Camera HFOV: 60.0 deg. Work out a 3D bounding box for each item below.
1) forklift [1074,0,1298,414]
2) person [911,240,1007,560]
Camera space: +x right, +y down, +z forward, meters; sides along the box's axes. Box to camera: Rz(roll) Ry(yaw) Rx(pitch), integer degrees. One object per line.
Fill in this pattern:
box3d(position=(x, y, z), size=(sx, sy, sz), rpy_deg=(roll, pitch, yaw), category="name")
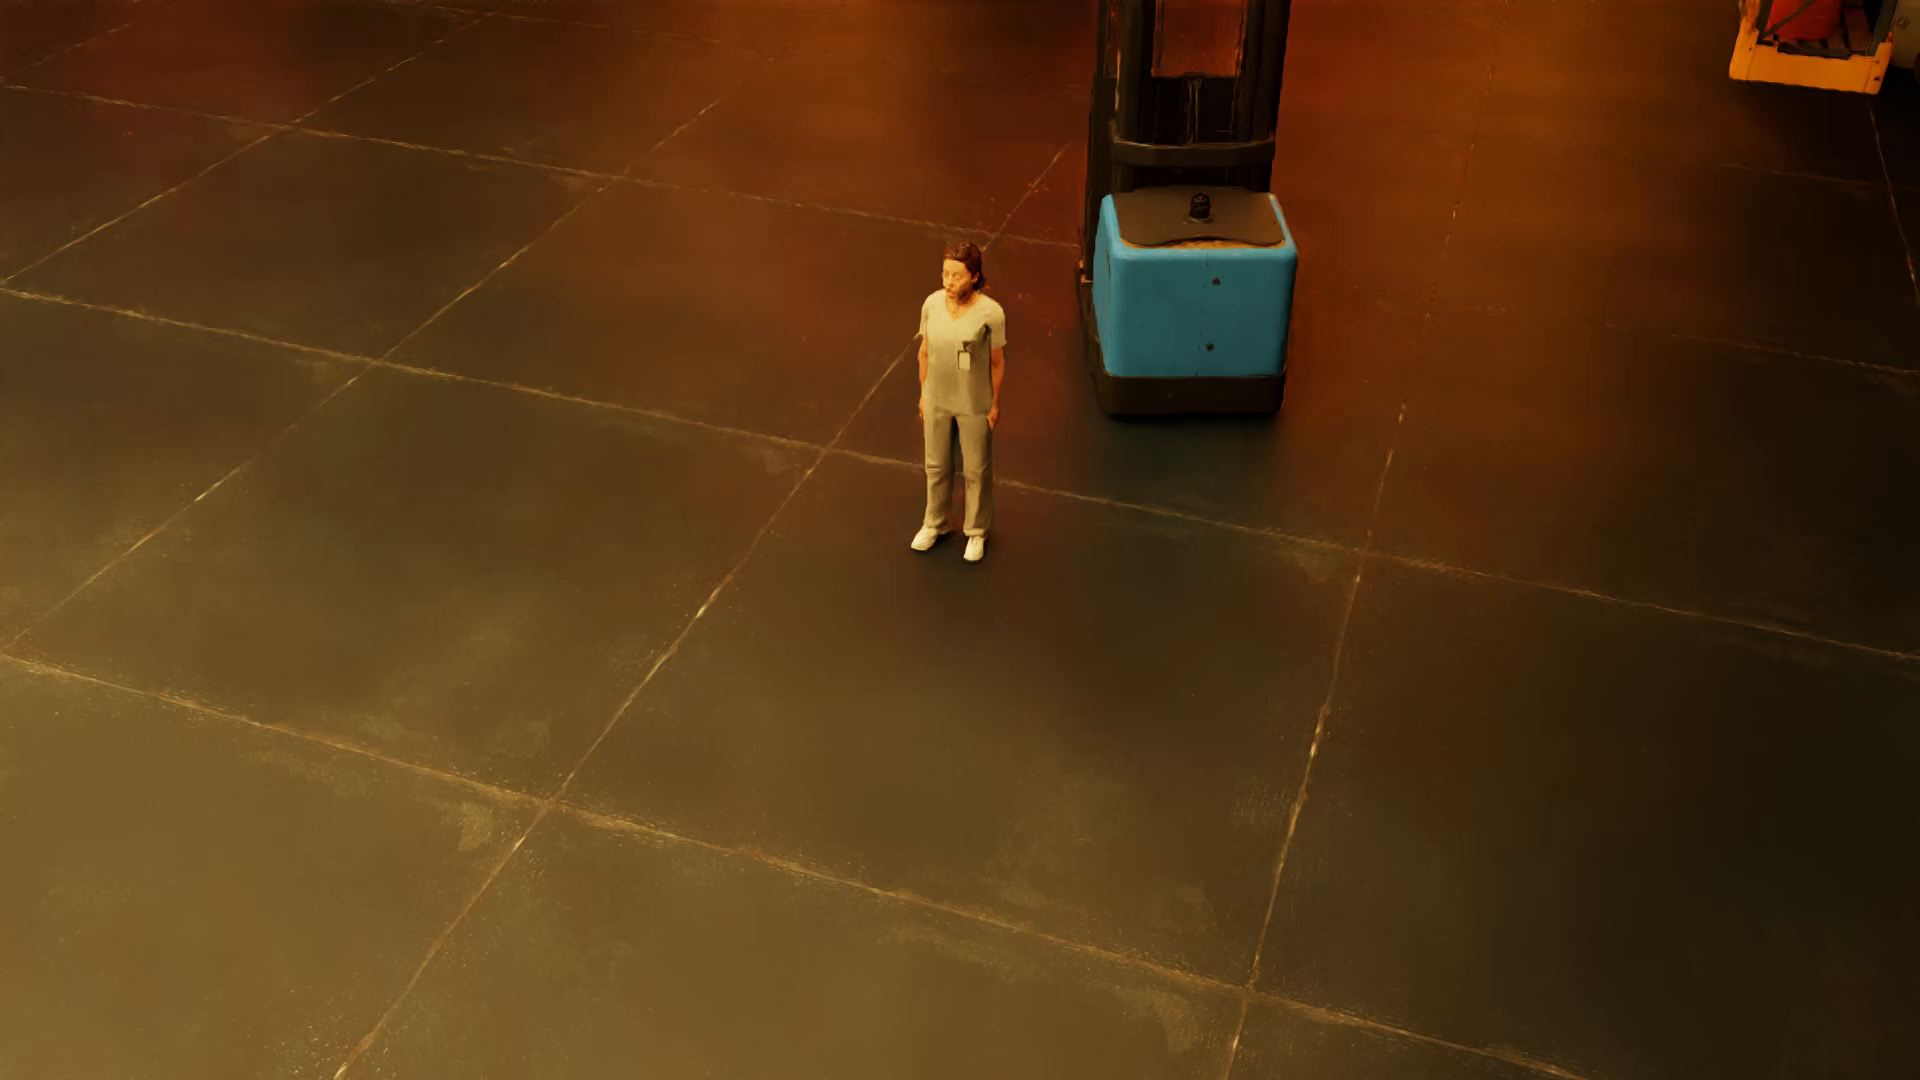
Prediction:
box3d(position=(1.325, -2.740, 9.975), size=(1.130, 2.935, 3.031), rpy_deg=(0, 35, 0), category="forklift")
box3d(position=(-0.002, -0.677, 8.154), size=(0.432, 1.673, 0.365), rpy_deg=(12, 37, 16), category="person")
